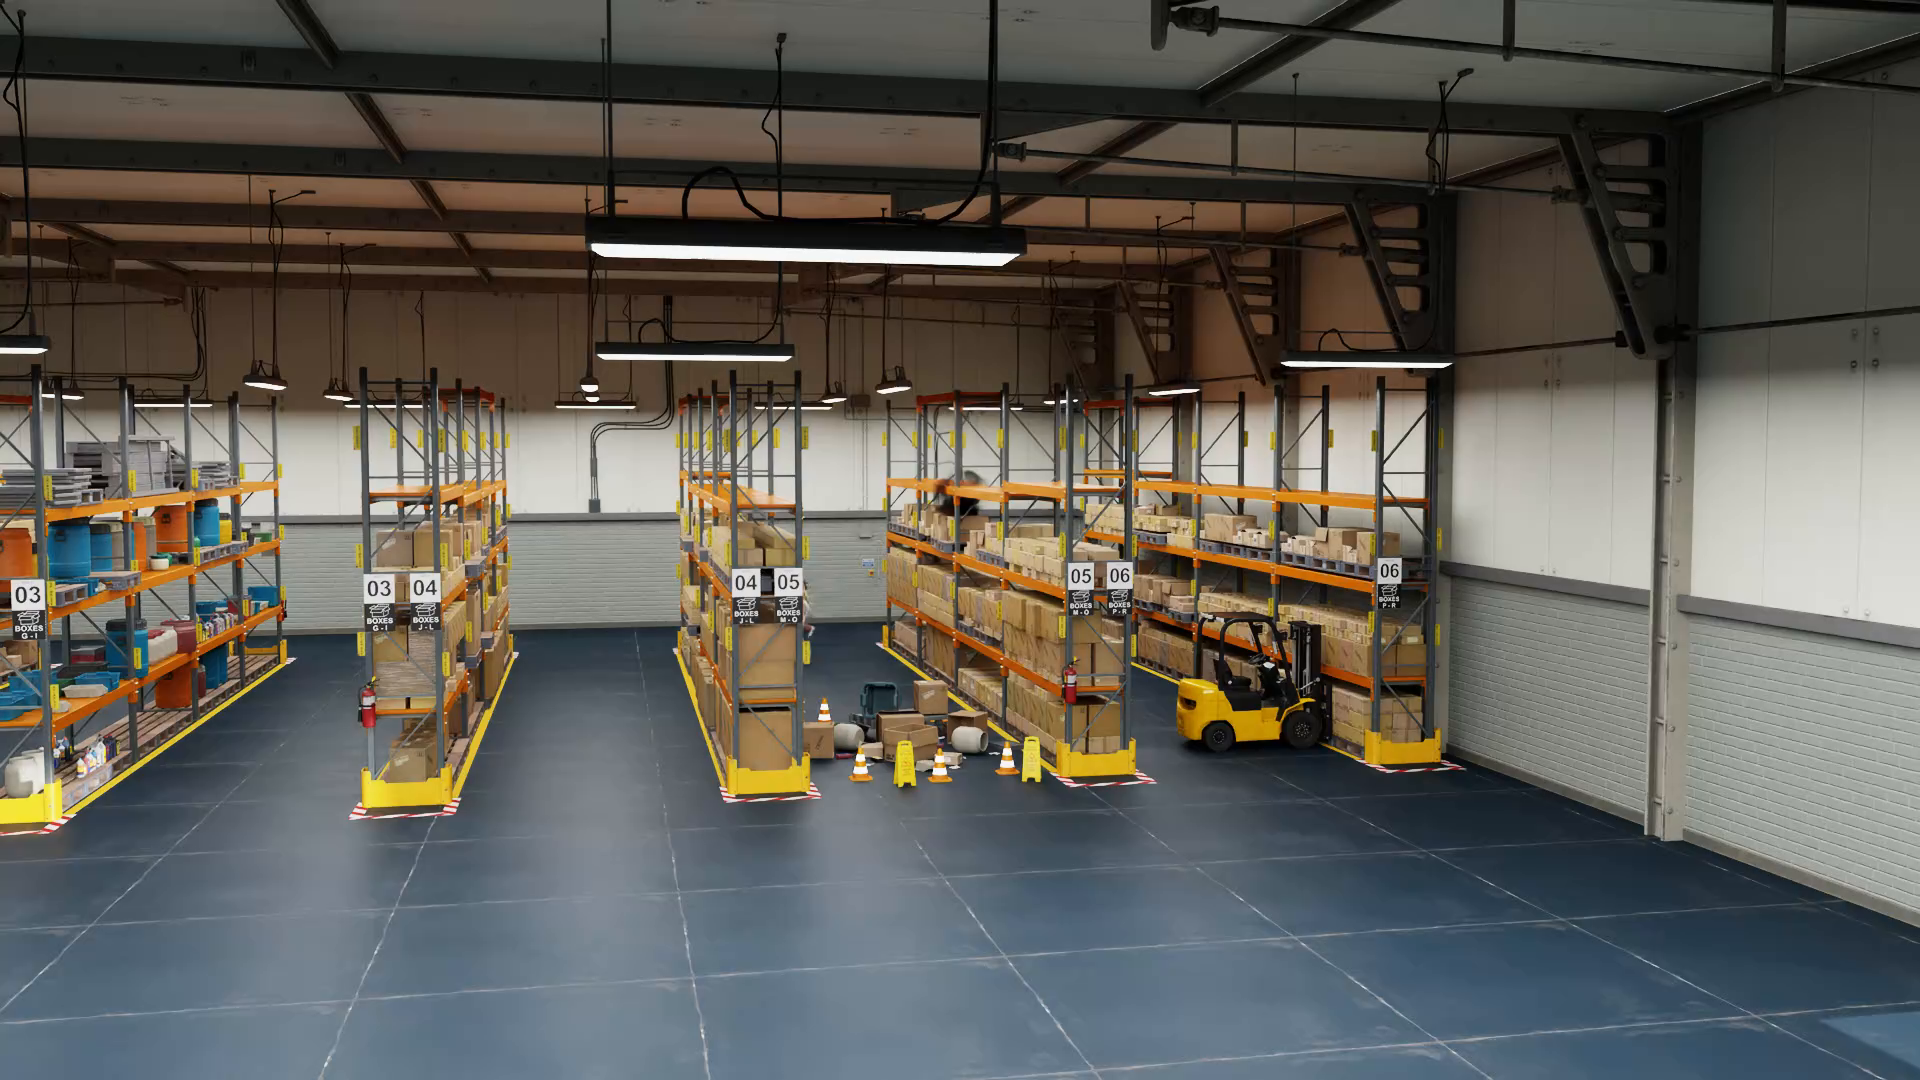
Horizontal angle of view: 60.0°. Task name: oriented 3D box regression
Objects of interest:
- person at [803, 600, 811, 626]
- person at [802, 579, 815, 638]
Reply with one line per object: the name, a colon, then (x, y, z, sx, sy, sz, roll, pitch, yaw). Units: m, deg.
person: (-3.757, 1.890, 38.187, 0.588, 1.673, 0.619, -2, 4, -24)
person: (-3.863, 1.761, 40.933, 0.623, 1.628, 0.582, -1, 4, -20)
